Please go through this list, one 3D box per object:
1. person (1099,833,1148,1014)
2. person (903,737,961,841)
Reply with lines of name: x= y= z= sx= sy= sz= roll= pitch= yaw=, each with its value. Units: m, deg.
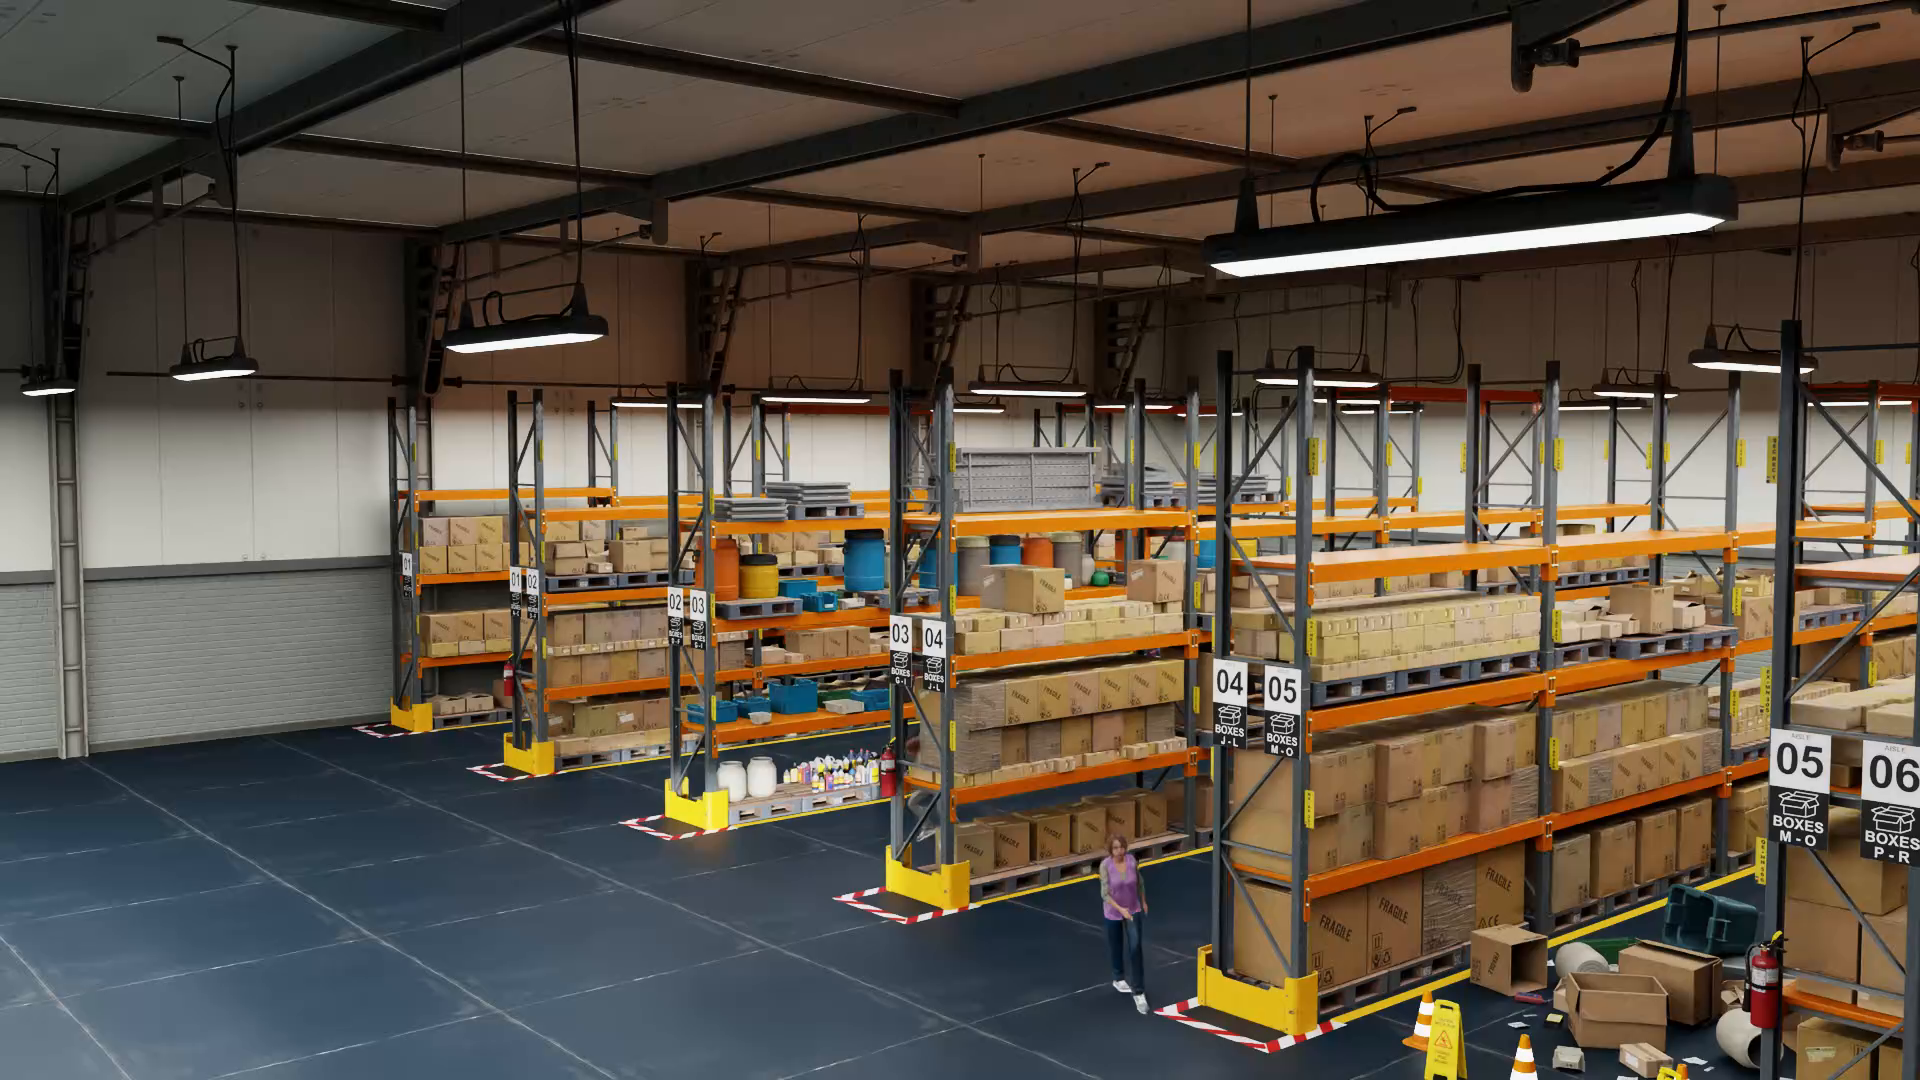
person: x=1.518 y=3.494 z=15.307 sx=0.496 sy=1.569 sz=0.752 roll=0 pitch=3 yaw=-5
person: x=-0.357 y=3.196 z=21.390 sx=1.035 sy=1.378 sz=0.502 roll=-2 pitch=4 yaw=-31
